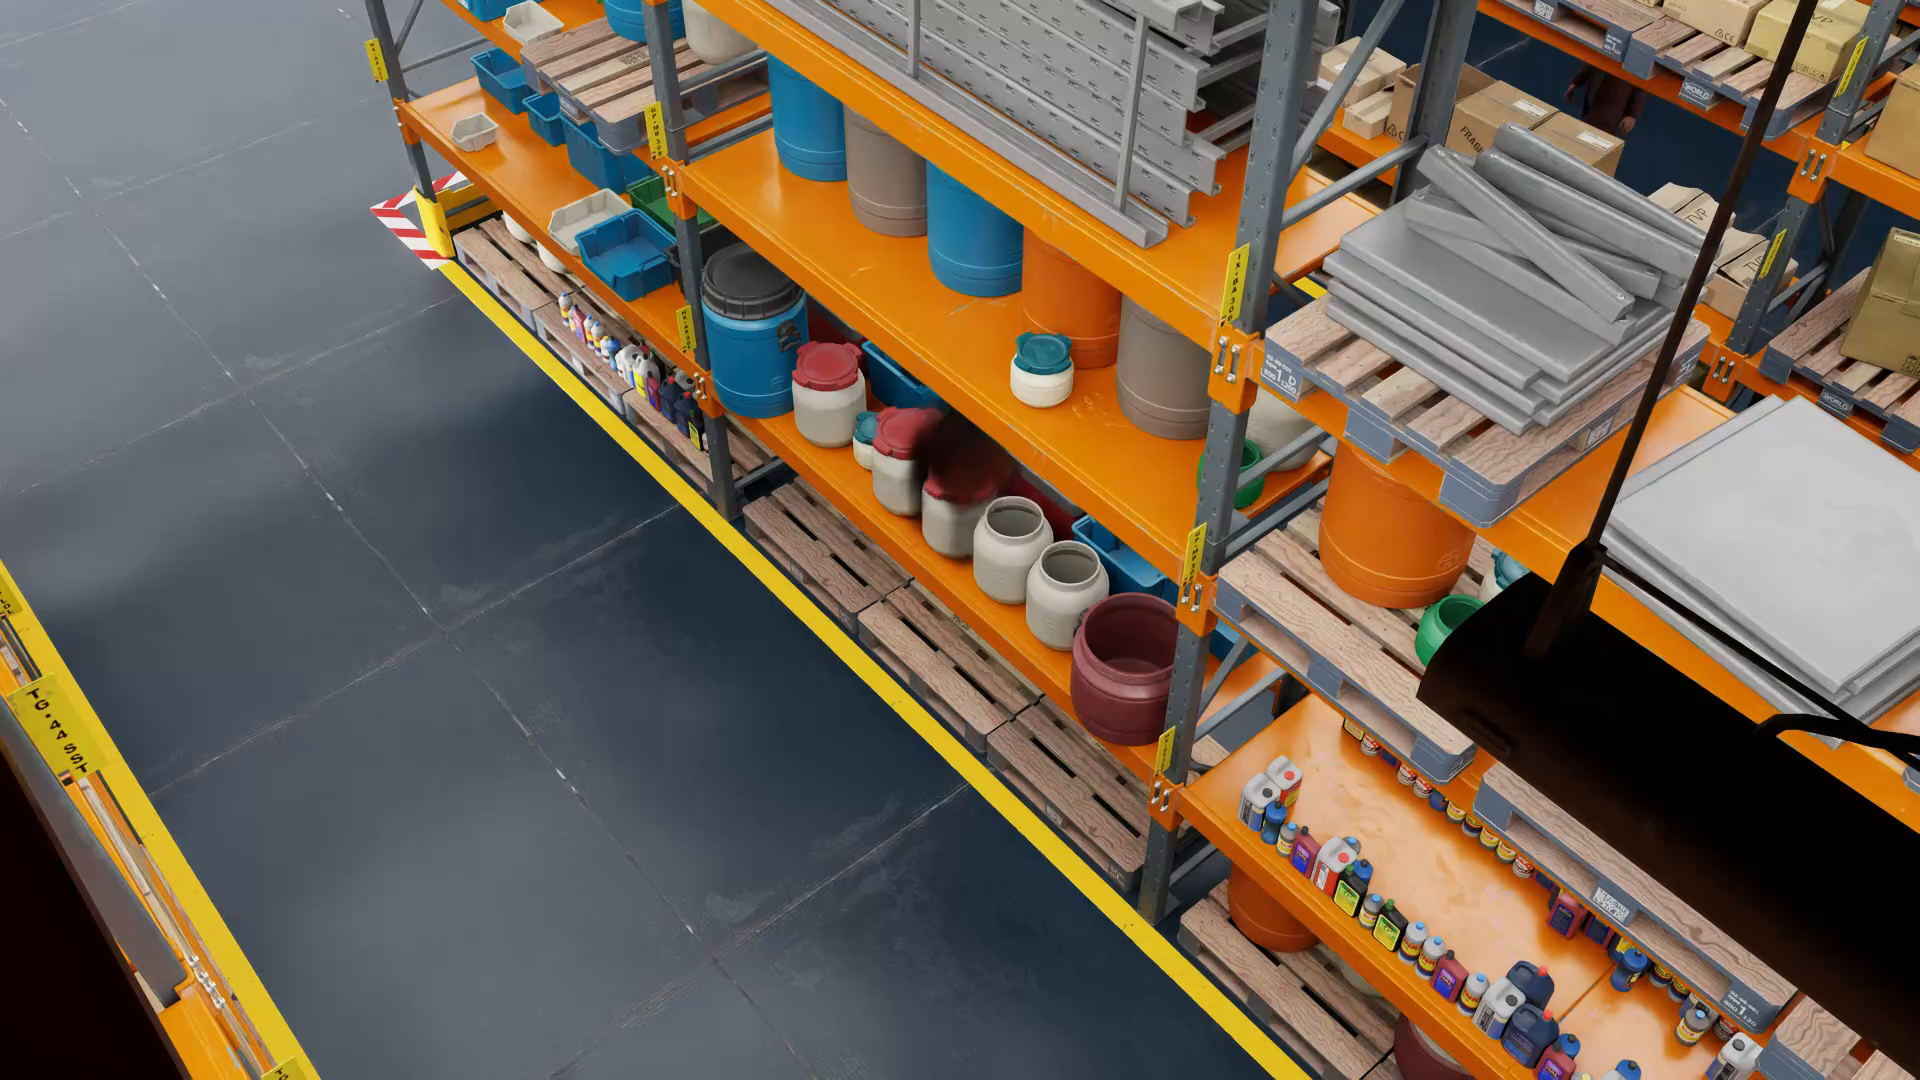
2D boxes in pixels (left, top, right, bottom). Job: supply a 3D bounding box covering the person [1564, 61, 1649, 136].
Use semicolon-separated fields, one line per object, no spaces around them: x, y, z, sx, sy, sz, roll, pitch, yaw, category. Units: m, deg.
4.976;-3.439;13.032;0.676;1.778;0.586;-3;47;-3;person
